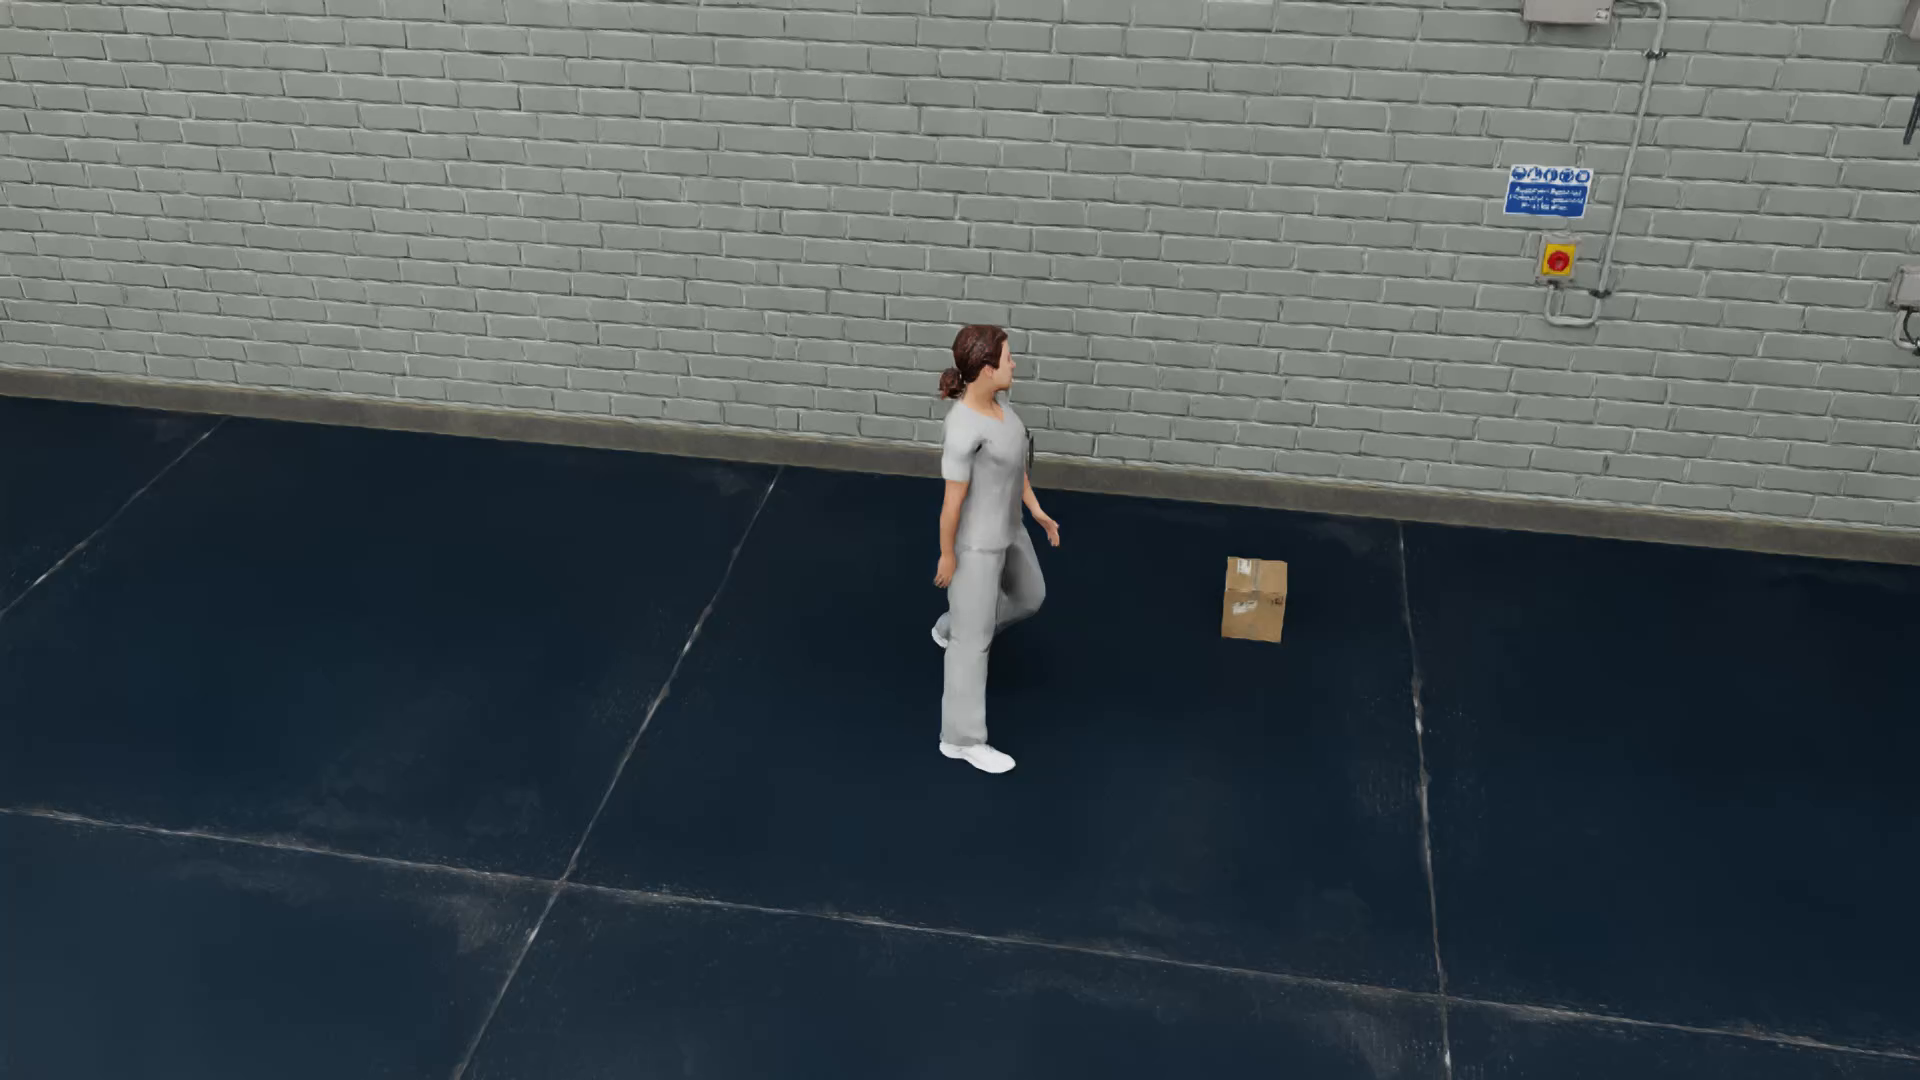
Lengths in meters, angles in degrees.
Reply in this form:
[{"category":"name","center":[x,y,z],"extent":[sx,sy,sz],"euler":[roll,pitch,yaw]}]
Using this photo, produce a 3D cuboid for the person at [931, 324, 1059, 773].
[{"category":"person","center":[0.073,0.013,6.140],"extent":[0.540,1.651,0.631],"euler":[8,33,13]}]
